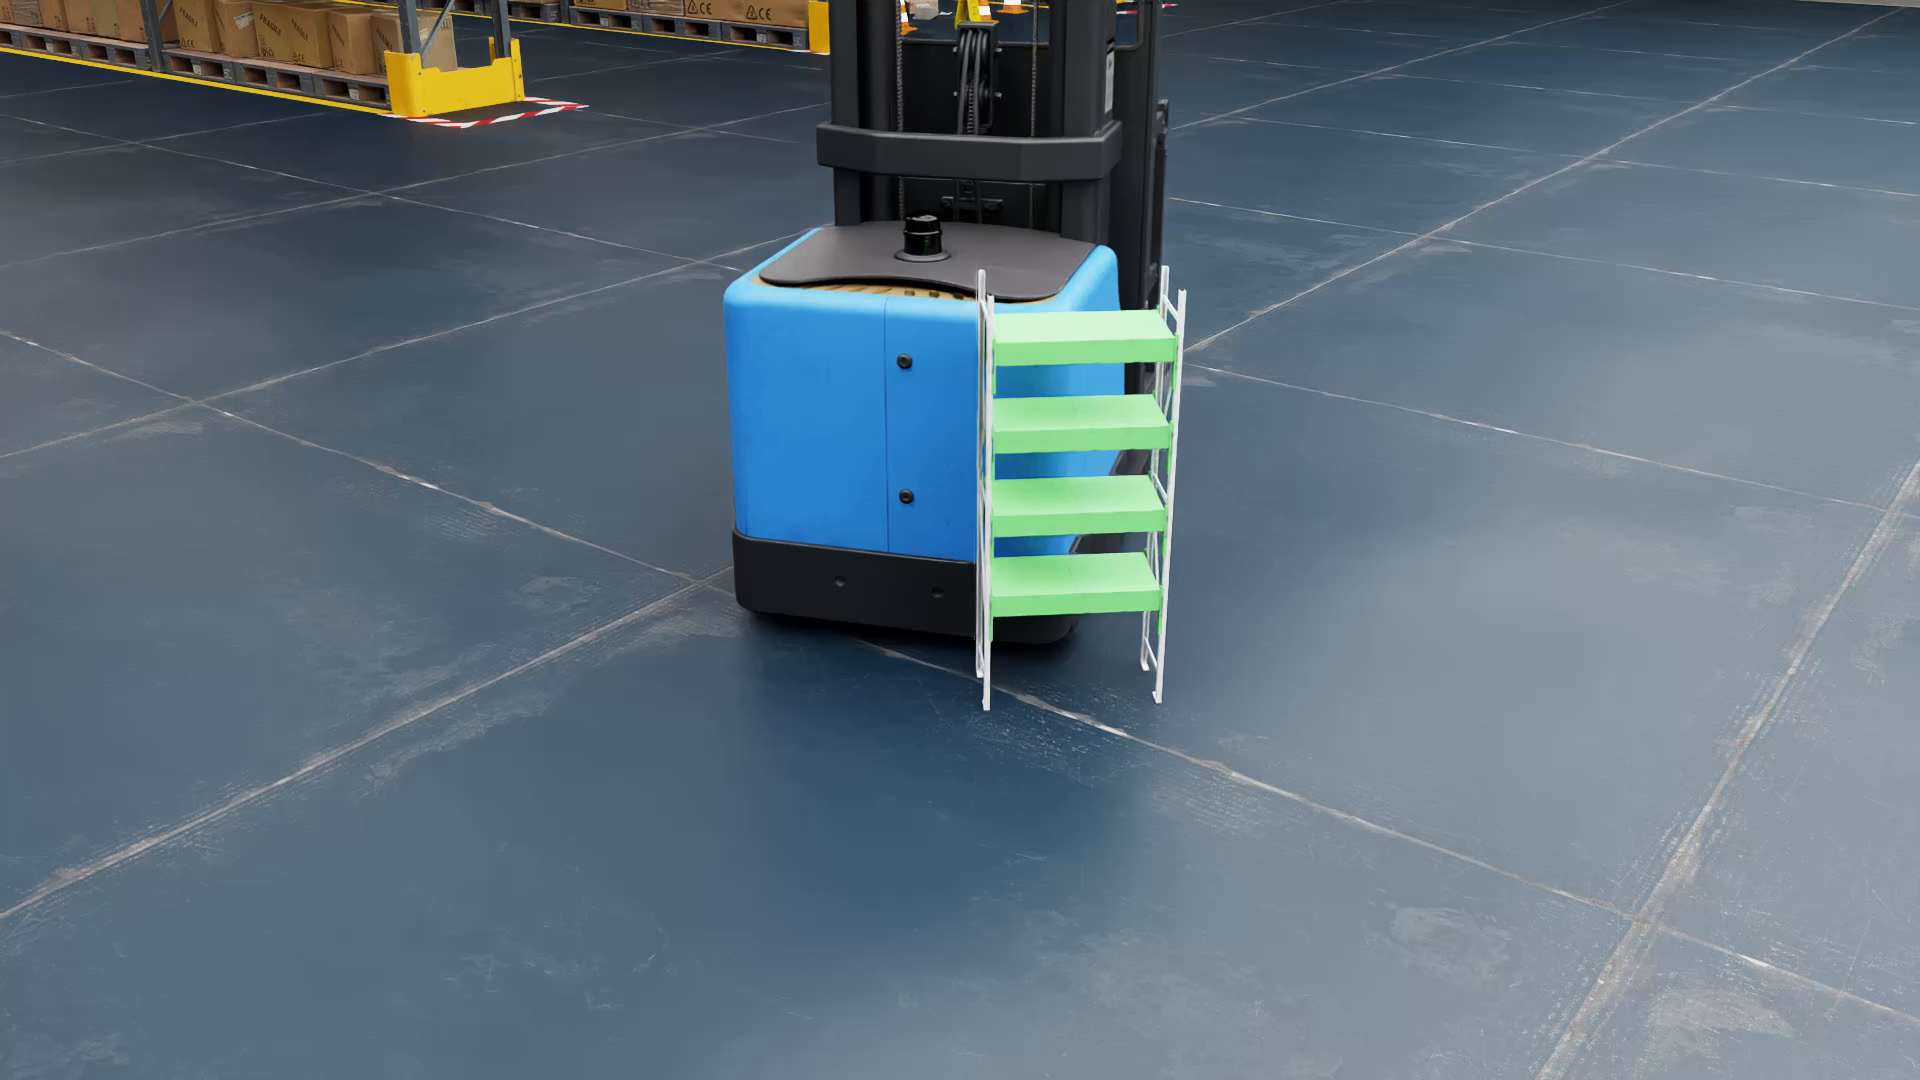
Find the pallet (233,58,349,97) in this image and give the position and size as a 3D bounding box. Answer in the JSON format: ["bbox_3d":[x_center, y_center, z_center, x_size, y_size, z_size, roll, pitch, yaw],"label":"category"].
[{"bbox_3d":[-5.836,-4.273,15.187,1.213,0.211,1.003,17,29,33],"label":"pallet"}]

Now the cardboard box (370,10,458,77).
[{"bbox_3d":[-4.663,-4.233,14.216,0.500,0.500,0.500,-20,31,-38],"label":"cardboard box"}]

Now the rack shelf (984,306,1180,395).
[{"bbox_3d":[0.309,-0.500,4.358,0.480,0.148,0.258,-2,25,-5],"label":"rack shelf"}]

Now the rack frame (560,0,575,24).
[{"bbox_3d":[-4.319,-7.571,19.213,0.127,3.000,1.000,17,29,33],"label":"rack frame"}]

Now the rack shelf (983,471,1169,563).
[{"bbox_3d":[0.309,-0.066,4.561,0.480,0.148,0.258,-2,25,-5],"label":"rack shelf"}]

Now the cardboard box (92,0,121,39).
[{"bbox_3d":[-8.223,-5.330,16.680,0.500,0.500,0.700,17,29,33],"label":"cardboard box"}]

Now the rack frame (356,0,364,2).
[{"bbox_3d":[-7.520,-8.538,21.408,0.127,3.000,1.000,17,29,33],"label":"rack frame"}]

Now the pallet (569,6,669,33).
[{"bbox_3d":[-3.757,-6.086,19.301,1.213,0.211,1.003,17,29,33],"label":"pallet"}]

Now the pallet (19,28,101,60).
[{"bbox_3d":[-8.979,-5.202,17.294,1.213,0.211,1.003,17,29,33],"label":"pallet"}]

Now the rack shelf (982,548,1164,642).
[{"bbox_3d":[0.308,0.152,4.663,0.480,0.148,0.258,-2,25,-5],"label":"rack shelf"}]

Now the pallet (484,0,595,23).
[{"bbox_3d":[-4.982,-6.457,20.144,1.213,0.211,1.003,17,29,33],"label":"pallet"}]

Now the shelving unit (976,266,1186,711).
[{"bbox_3d":[0.309,-0.123,4.534,0.503,1.200,0.258,-2,25,-5],"label":"shelving unit"}]

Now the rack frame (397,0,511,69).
[{"bbox_3d":[-4.174,-5.028,13.441,0.127,3.000,1.000,17,29,33],"label":"rack frame"}]

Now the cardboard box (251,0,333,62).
[{"bbox_3d":[-6.072,-4.673,15.215,0.500,0.500,0.500,14,27,29],"label":"cardboard box"}]

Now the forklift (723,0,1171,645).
[{"bbox_3d":[0.179,-1.603,5.753,1.130,2.935,3.031,6,25,14],"label":"forklift"}]

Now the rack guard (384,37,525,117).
[{"bbox_3d":[-4.235,-3.902,13.987,0.348,0.500,1.175,17,29,33],"label":"rack guard"}]

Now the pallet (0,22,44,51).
[{"bbox_3d":[-9.951,-5.497,17.964,1.213,0.211,1.003,17,29,33],"label":"pallet"}]

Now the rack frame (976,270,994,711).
[{"bbox_3d":[0.066,-0.115,4.514,0.015,1.200,0.240,-2,25,-5],"label":"rack frame"}]

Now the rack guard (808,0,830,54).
[{"bbox_3d":[-1.099,-5.454,17.509,0.348,0.500,1.175,17,29,33],"label":"rack guard"}]

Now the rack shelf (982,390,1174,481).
[{"bbox_3d":[0.309,-0.283,4.460,0.480,0.148,0.258,-2,25,-5],"label":"rack shelf"}]

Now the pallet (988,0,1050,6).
[{"bbox_3d":[1.080,-7.175,21.774,1.213,0.211,1.003,17,29,33],"label":"pallet"}]

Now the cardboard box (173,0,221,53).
[{"bbox_3d":[-7.079,-4.934,15.807,0.500,0.500,0.500,16,28,32],"label":"cardboard box"}]

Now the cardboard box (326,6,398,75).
[{"bbox_3d":[-5.162,-4.366,14.519,0.500,0.500,0.500,-17,29,-34],"label":"cardboard box"}]

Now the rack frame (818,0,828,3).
[{"bbox_3d":[-1.118,-6.604,17.018,0.127,3.000,1.000,17,29,33],"label":"rack frame"}]

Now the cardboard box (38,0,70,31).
[{"bbox_3d":[-9.118,-5.599,17.293,0.500,0.500,0.700,20,31,38],"label":"cardboard box"}]

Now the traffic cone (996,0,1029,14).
[{"bbox_3d":[0.652,-6.752,20.501,0.334,0.463,0.336,17,29,33],"label":"traffic cone"}]

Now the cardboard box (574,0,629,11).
[{"bbox_3d":[-3.858,-6.616,19.160,0.875,0.875,0.875,17,29,34],"label":"cardboard box"}]

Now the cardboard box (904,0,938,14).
[{"bbox_3d":[-0.490,-6.586,20.513,0.380,0.149,0.250,-10,26,-21],"label":"cardboard box"}]

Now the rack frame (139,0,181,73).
[{"bbox_3d":[-7.375,-5.995,15.637,0.127,3.000,1.000,17,29,33],"label":"rack frame"}]

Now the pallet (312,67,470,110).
[{"bbox_3d":[-4.864,-3.978,14.517,1.213,0.211,1.003,17,29,33],"label":"pallet"}]

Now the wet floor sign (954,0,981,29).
[{"bbox_3d":[0.092,-6.158,18.927,0.232,0.644,0.267,12,26,24],"label":"wet floor sign"}]

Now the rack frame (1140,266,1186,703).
[{"bbox_3d":[0.552,-0.132,4.554,0.015,1.200,0.240,-2,25,-5],"label":"rack frame"}]

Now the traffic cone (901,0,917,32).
[{"bbox_3d":[-0.692,-6.029,18.861,0.334,0.463,0.336,17,29,33],"label":"traffic cone"}]

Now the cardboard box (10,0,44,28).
[{"bbox_3d":[-9.576,-5.734,17.599,0.500,0.500,0.700,14,27,29],"label":"cardboard box"}]

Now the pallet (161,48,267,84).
[{"bbox_3d":[-6.816,-4.568,15.856,1.213,0.211,1.003,17,29,33],"label":"pallet"}]

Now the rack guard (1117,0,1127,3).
[{"bbox_3d":[1.709,-7.100,21.244,0.348,0.500,1.175,17,29,33],"label":"rack guard"}]

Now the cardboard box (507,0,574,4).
[{"bbox_3d":[-4.870,-6.855,19.857,0.750,0.750,1.050,17,29,33],"label":"cardboard box"}]

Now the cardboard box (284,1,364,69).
[{"bbox_3d":[-5.652,-4.524,14.876,0.500,0.500,0.500,20,31,38],"label":"cardboard box"}]

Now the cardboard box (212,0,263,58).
[{"bbox_3d":[-6.616,-4.798,15.498,0.500,0.500,0.500,-16,28,-31],"label":"cardboard box"}]

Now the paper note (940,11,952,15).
[{"bbox_3d":[-0.181,-6.453,20.358,0.142,0.019,0.148,7,25,15],"label":"paper note"}]

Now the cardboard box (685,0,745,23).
[{"bbox_3d":[-2.406,-6.178,18.167,0.875,0.875,0.875,16,29,32],"label":"cardboard box"}]

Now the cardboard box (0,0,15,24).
[{"bbox_3d":[-10.027,-5.864,17.894,0.500,0.500,0.700,15,28,31],"label":"cardboard box"}]

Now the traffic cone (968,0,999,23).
[{"bbox_3d":[0.258,-6.312,19.501,0.334,0.463,0.336,17,29,33],"label":"traffic cone"}]

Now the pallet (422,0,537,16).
[{"bbox_3d":[-5.962,-6.752,20.813,1.213,0.211,1.003,17,29,33],"label":"pallet"}]

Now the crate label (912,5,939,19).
[{"bbox_3d":[-0.408,-6.333,19.953,0.298,0.136,0.250,3,24,6],"label":"crate label"}]

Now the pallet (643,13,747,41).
[{"bbox_3d":[-2.777,-5.791,18.632,1.213,0.211,1.003,17,29,33],"label":"pallet"}]

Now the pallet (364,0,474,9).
[{"bbox_3d":[-6.934,-7.047,21.483,1.213,0.211,1.003,17,29,33],"label":"pallet"}]

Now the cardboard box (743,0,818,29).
[{"bbox_3d":[-1.701,-5.966,17.685,0.875,0.875,0.875,17,29,34],"label":"cardboard box"}]

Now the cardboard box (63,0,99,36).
[{"bbox_3d":[-8.671,-5.465,16.987,0.500,0.500,0.700,14,27,29],"label":"cardboard box"}]

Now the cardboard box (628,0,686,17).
[{"bbox_3d":[-3.134,-6.400,18.669,0.875,0.875,0.875,17,29,34],"label":"cardboard box"}]

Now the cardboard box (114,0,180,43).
[{"bbox_3d":[-7.853,-5.208,16.405,0.500,0.500,0.700,14,28,29],"label":"cardboard box"}]

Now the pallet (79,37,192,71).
[{"bbox_3d":[-7.998,-4.907,16.625,1.213,0.211,1.003,17,29,33],"label":"pallet"}]

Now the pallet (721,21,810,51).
[{"bbox_3d":[-1.805,-5.496,17.962,1.213,0.211,1.003,17,29,33],"label":"pallet"}]
